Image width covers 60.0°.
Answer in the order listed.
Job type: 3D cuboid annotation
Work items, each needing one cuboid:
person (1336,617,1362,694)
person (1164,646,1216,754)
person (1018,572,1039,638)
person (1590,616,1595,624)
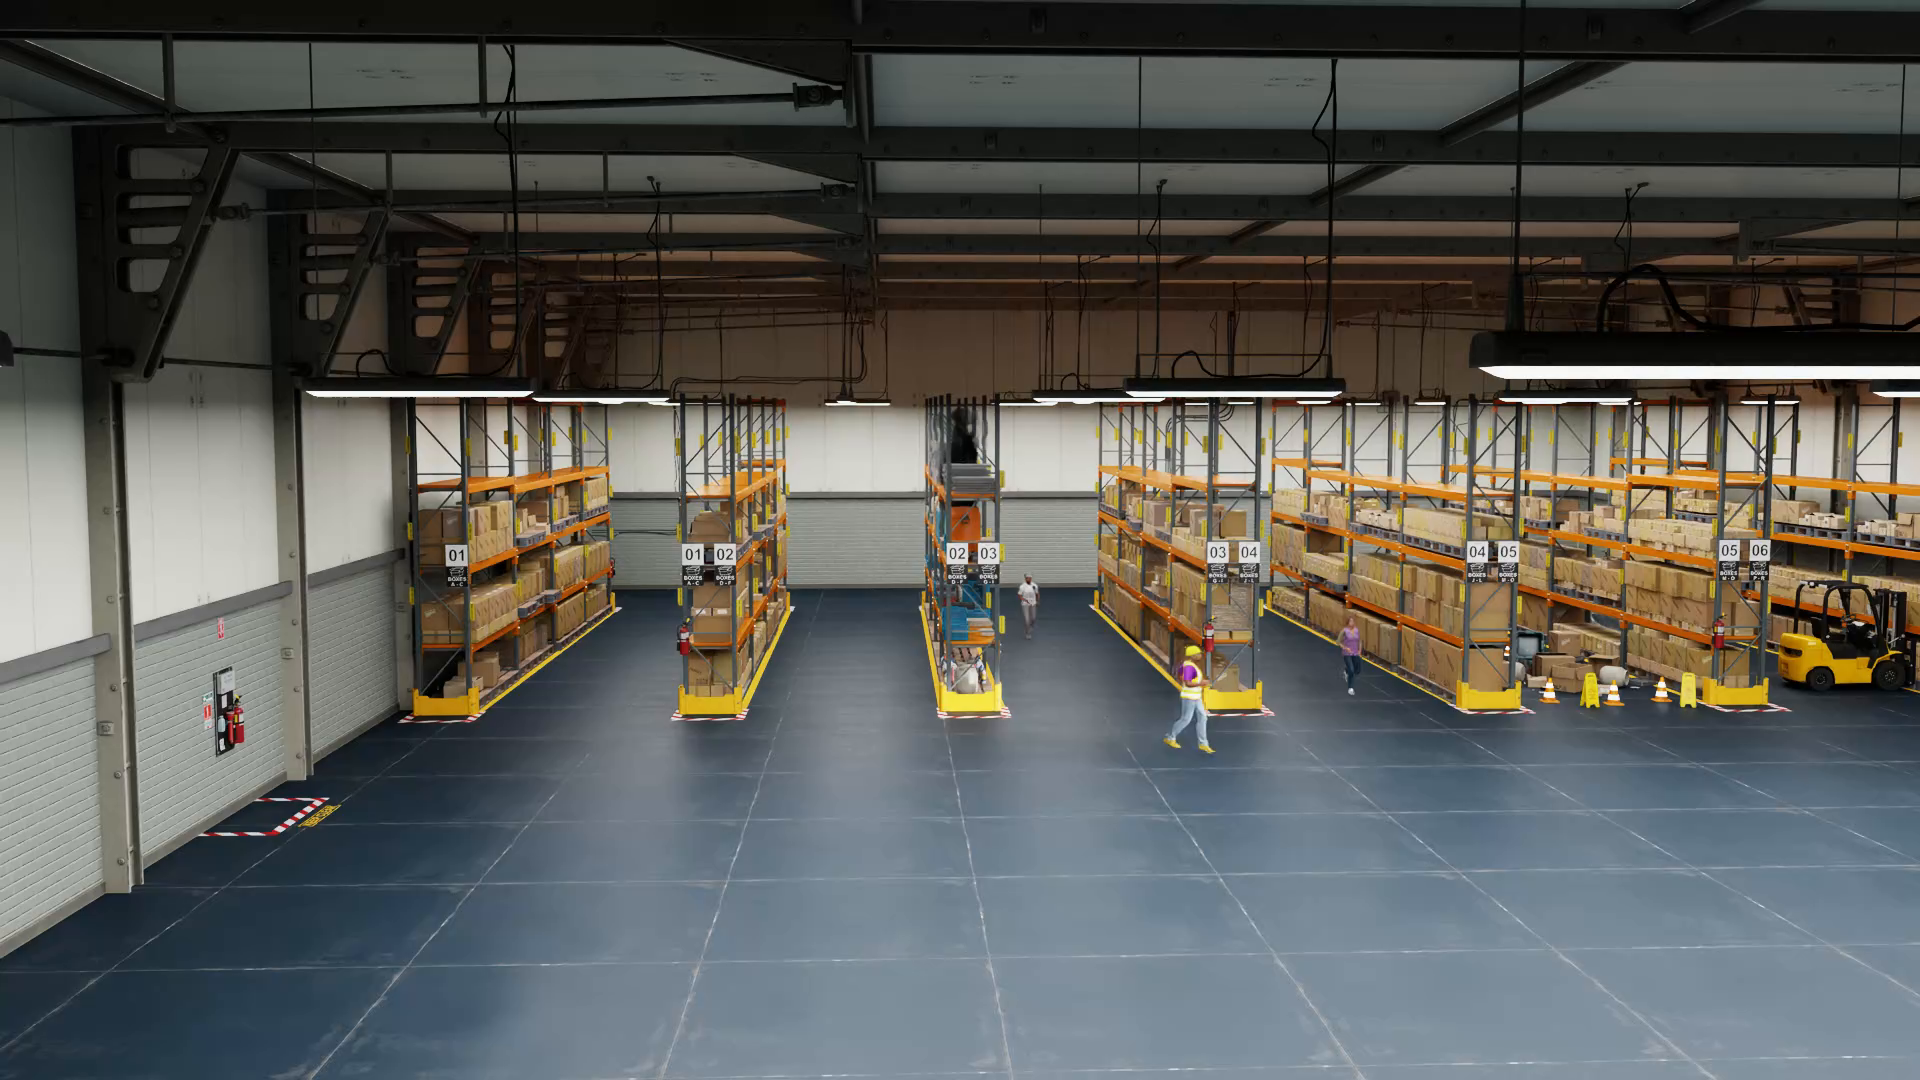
[{"bbox_3d":[7.846,2.314,33.510,0.578,1.558,0.540,-1,5,-17],"label":"person"},{"bbox_3d":[3.813,2.658,27.622,0.869,1.809,0.670,2,5,20],"label":"person"},{"bbox_3d":[1.734,1.627,41.448,0.570,1.661,0.554,-1,5,-9],"label":"person"},{"bbox_3d":[16.032,1.476,42.477,0.708,1.755,0.948,-1,5,-7],"label":"person"}]
